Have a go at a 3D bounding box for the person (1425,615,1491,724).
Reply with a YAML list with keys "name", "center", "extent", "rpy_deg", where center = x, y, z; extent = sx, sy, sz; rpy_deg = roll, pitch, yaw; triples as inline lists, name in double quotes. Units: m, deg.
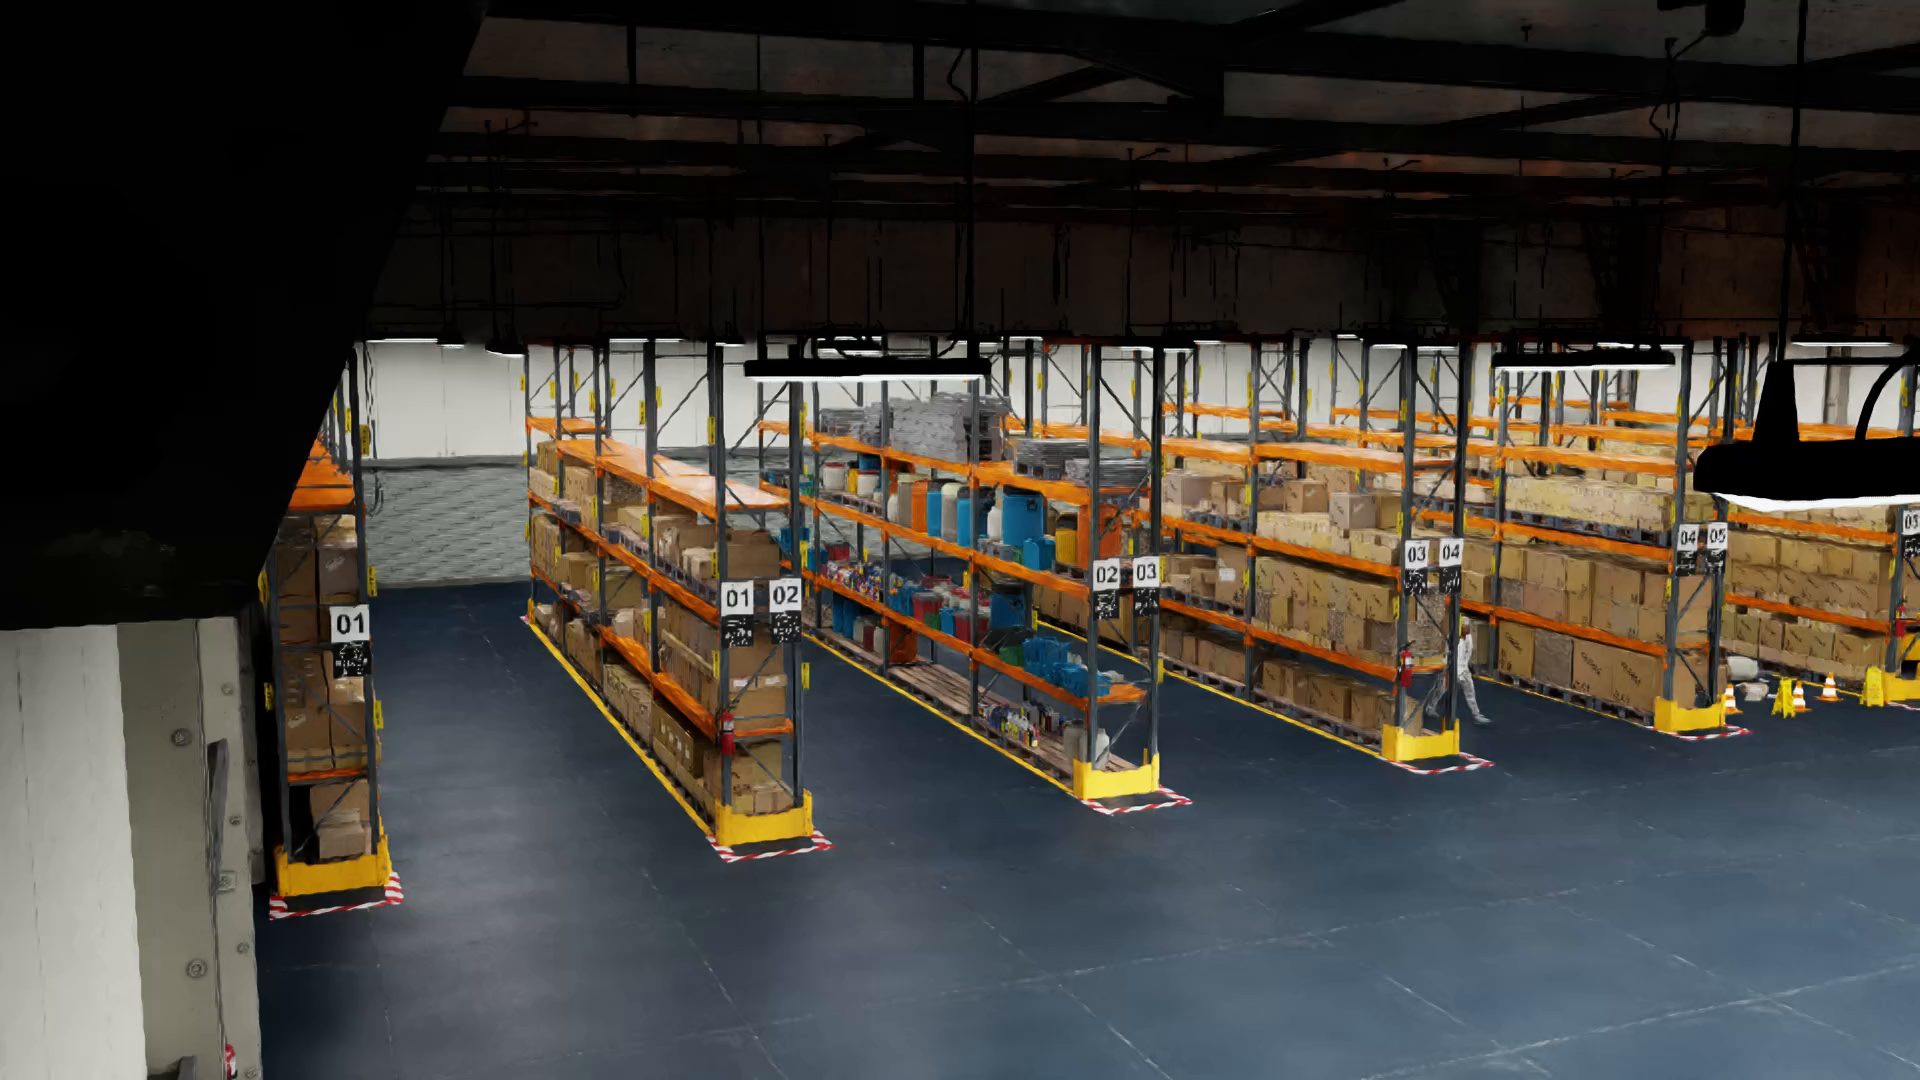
- name: "person"
  center: [7.808, 2.014, 26.056]
  extent: [0.580, 1.706, 1.096]
  rpy_deg: [-5, 9, -31]
